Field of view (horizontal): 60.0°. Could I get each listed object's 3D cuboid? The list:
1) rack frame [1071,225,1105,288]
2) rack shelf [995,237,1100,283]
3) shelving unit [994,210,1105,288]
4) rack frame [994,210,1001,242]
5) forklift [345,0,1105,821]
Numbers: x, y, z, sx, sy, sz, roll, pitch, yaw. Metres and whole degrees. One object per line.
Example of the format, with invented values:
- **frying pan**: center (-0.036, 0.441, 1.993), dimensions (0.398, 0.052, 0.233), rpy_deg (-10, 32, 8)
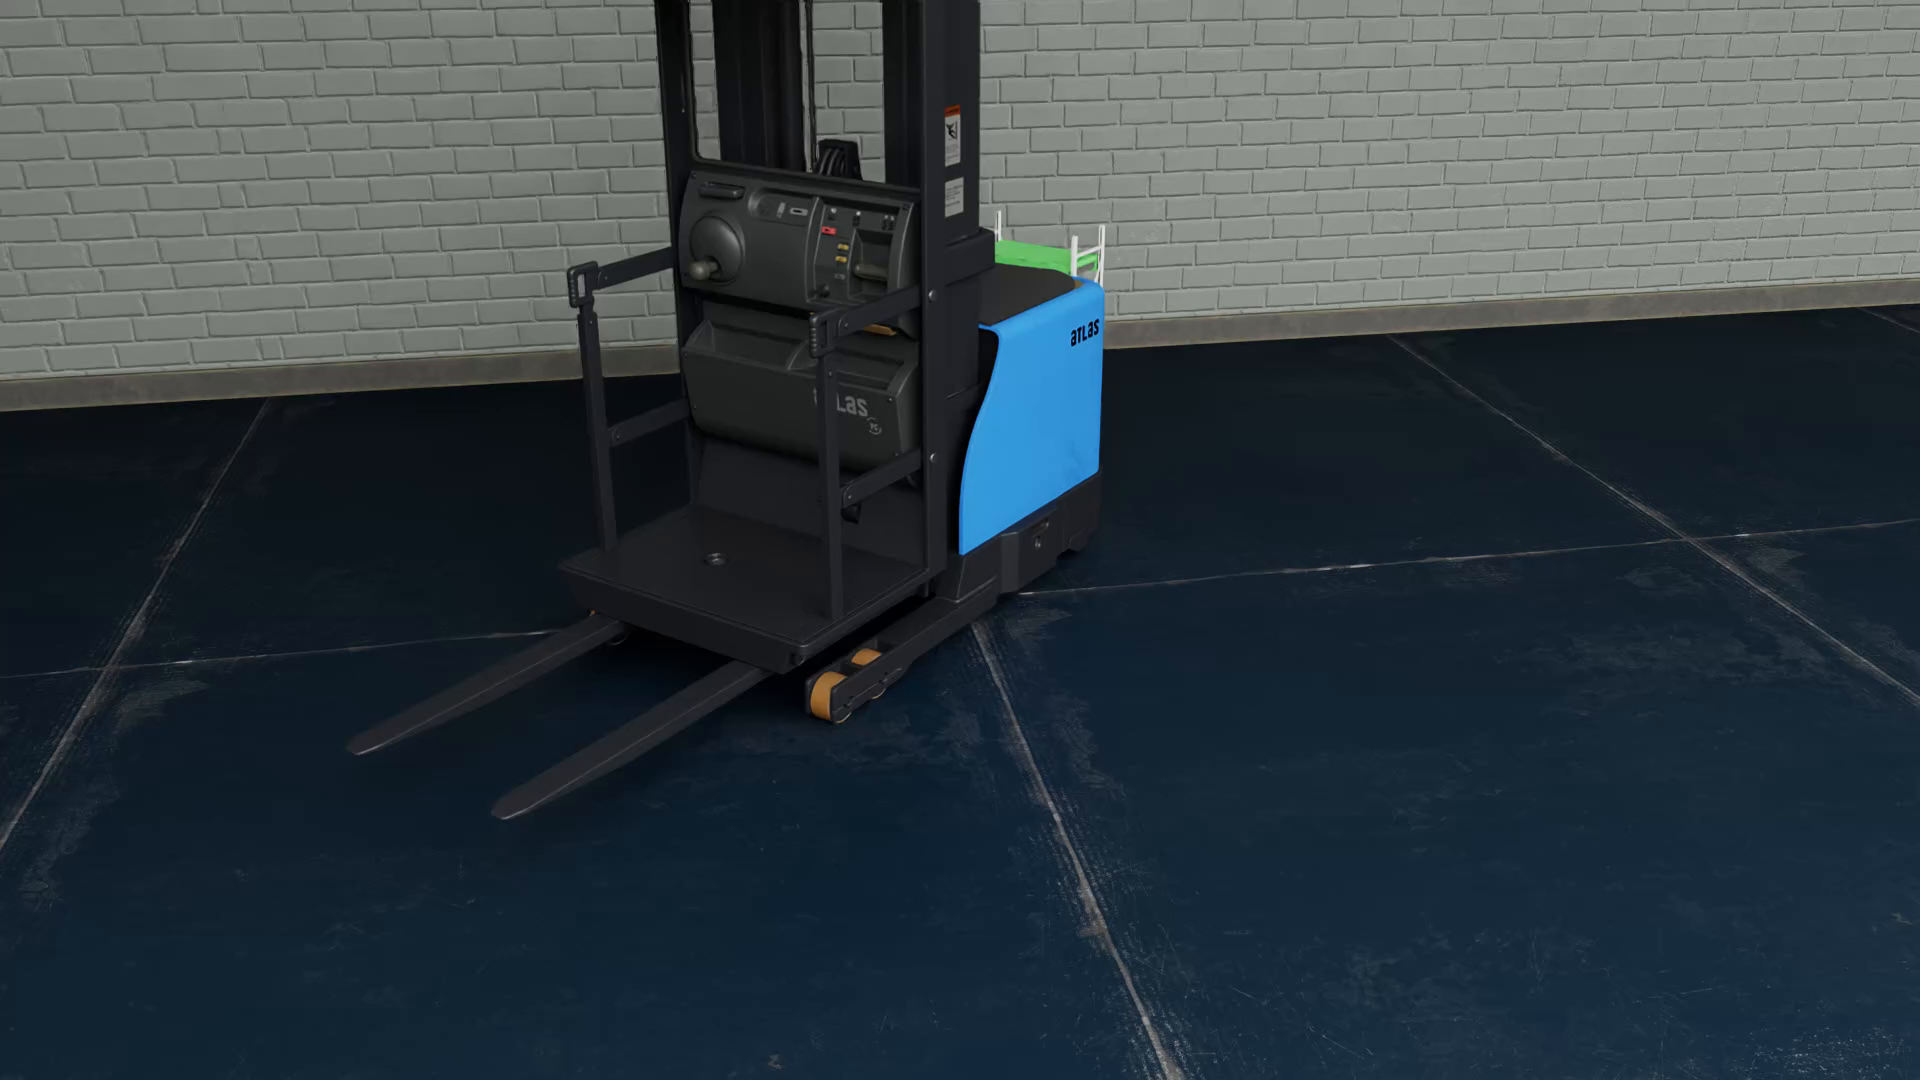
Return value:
- **rack frame**: center (0.502, -0.663, 6.765), dimensions (0.015, 1.200, 0.240), rpy_deg (15, 27, 30)
- **rack shelf**: center (0.301, -1.099, 6.725), dimensions (0.480, 0.148, 0.258), rpy_deg (15, 27, 30)
- **shelving unit**: center (0.299, -0.717, 6.889), dimensions (0.503, 1.200, 0.258), rpy_deg (15, 27, 30)
- **rack frame**: center (0.096, -0.771, 7.013), dimensions (0.015, 1.200, 0.240), rpy_deg (15, 27, 30)
- **forklift**: center (-0.666, -0.965, 5.298), dimensions (1.130, 2.935, 3.031), rpy_deg (15, 28, 30)
